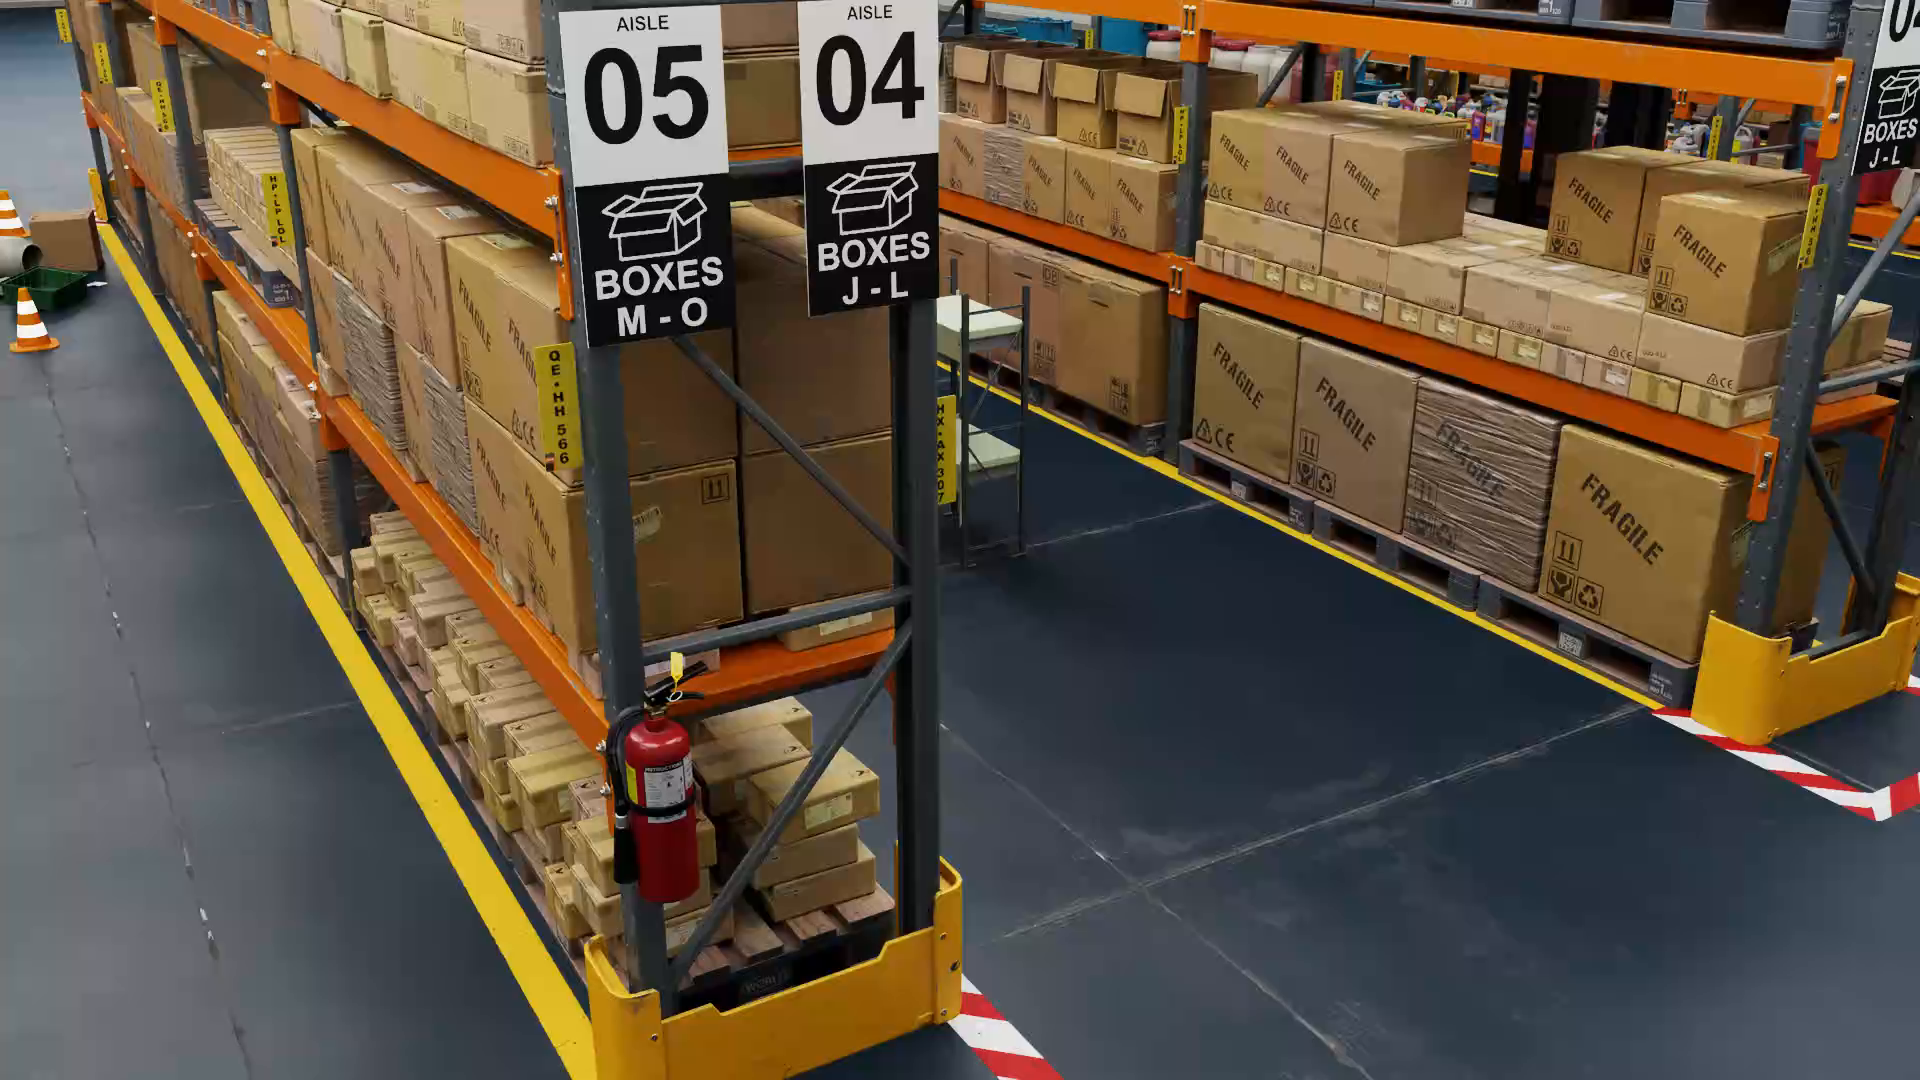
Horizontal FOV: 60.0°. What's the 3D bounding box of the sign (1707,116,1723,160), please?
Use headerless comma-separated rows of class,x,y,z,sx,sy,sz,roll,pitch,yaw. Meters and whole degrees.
sign,5.535,-2.942,12.199,0.100,0.325,0.005,-13,25,-28

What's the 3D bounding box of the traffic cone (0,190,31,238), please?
traffic cone,-9.645,-3.309,16.839,0.336,0.463,0.334,-13,25,-28

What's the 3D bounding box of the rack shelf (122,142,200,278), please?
rack shelf,-5.630,-2.654,12.813,1.077,0.370,4.000,-13,25,-28

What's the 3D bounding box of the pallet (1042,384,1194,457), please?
pallet,1.291,-0.910,11.270,1.003,0.211,1.213,-13,25,-28

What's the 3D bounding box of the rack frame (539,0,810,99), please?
rack frame,-0.522,-2.530,3.584,1.000,3.000,0.127,-13,25,-28

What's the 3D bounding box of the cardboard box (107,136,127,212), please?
cardboard box,-8.292,-3.933,17.268,0.875,0.875,0.875,-12,25,-28

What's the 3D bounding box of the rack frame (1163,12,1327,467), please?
rack frame,1.750,-1.966,10.166,1.000,3.000,0.127,-13,25,-28

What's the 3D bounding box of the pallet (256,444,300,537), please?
pallet,-3.591,-0.400,10.016,1.003,0.211,1.213,-13,25,-28

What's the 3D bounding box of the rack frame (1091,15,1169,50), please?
rack frame,1.922,-5.509,18.881,1.000,3.000,0.127,-13,25,-28

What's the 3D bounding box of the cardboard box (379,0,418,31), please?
cardboard box,-1.498,-1.734,5.145,0.500,0.250,0.500,-12,25,-27

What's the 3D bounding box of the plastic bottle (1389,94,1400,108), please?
plastic bottle,3.944,-3.909,15.117,0.097,0.271,0.097,0,22,0

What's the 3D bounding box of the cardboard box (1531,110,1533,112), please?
cardboard box,6.696,-5.129,20.295,0.500,0.311,0.500,-14,26,-30

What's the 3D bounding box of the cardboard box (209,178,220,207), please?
cardboard box,-4.553,-2.234,10.601,0.380,0.149,0.250,-13,25,-29

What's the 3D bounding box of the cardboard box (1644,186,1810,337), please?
cardboard box,3.319,-1.195,7.075,0.500,0.500,0.500,-12,25,-28

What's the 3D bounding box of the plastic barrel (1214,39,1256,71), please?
plastic barrel,2.818,-4.842,17.061,0.433,0.535,0.433,0,22,0

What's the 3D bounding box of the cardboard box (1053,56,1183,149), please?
cardboard box,1.076,-2.907,11.015,0.797,0.503,0.637,-12,25,-28

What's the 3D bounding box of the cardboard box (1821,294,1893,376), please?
cardboard box,3.781,-0.947,7.462,0.500,0.250,0.500,-13,26,-30

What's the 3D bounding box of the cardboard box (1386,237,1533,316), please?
cardboard box,2.530,-1.343,8.435,0.500,0.250,0.500,-13,25,-28

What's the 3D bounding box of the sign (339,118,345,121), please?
sign,-4.147,-2.947,11.146,0.100,0.325,0.005,-13,25,-28

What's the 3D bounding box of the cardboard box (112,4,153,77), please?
cardboard box,-6.811,-4.331,14.349,0.875,0.550,0.550,-13,25,-28

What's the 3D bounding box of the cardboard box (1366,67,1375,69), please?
cardboard box,5.253,-6.162,22.586,0.500,0.500,0.500,-13,25,-28

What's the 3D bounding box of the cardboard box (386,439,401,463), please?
cardboard box,-2.118,-0.445,6.757,0.380,0.149,0.250,-12,25,-27

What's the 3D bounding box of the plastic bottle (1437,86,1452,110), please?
plastic bottle,4.539,-4.111,15.597,0.061,0.283,0.133,-13,25,-28

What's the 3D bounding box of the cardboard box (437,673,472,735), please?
cardboard box,-1.859,0.619,6.639,0.380,0.149,0.250,-12,25,-28

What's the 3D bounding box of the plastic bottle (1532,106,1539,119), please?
plastic bottle,5.122,-3.741,14.687,0.061,0.283,0.133,-13,25,-28

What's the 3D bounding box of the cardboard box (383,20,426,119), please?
cardboard box,-1.491,-1.494,5.218,0.500,0.250,0.500,-11,25,-26

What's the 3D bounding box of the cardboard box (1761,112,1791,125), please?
cardboard box,11.362,-5.895,22.565,0.700,0.500,0.500,-12,25,-28

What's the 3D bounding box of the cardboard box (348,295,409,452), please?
cardboard box,-2.044,-0.692,6.502,0.500,0.500,0.500,-13,26,-29

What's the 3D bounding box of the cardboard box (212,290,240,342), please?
cardboard box,-4.464,-1.454,10.672,0.500,0.250,0.500,-14,26,-31

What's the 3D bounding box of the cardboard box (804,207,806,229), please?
cardboard box,-0.947,-2.697,14.699,0.700,0.500,0.500,-15,27,-33

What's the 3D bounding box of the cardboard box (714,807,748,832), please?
cardboard box,-0.660,0.920,5.899,0.380,0.149,0.250,-13,25,-28

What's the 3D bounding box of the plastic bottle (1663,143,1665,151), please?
plastic bottle,5.372,-2.997,12.855,0.061,0.283,0.133,-13,25,-28

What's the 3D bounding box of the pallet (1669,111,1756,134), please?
pallet,10.838,-5.871,23.475,1.003,0.211,1.213,-13,25,-28

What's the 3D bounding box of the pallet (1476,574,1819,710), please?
pallet,3.318,0.376,8.105,1.003,0.211,1.213,-13,25,-28

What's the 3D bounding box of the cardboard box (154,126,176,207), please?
cardboard box,-5.323,-2.642,11.696,0.500,0.500,0.500,-13,25,-28

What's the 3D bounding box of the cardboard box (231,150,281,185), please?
cardboard box,-4.003,-2.167,9.645,0.380,0.149,0.250,-11,25,-26

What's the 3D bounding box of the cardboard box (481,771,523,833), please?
cardboard box,-1.571,0.932,6.264,0.380,0.149,0.250,-14,26,-31

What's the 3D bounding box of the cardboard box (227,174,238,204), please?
cardboard box,-4.126,-2.106,9.890,0.380,0.149,0.250,-12,25,-28

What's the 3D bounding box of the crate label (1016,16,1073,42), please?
crate label,1.051,-6.276,20.722,0.502,0.435,0.616,-13,25,-28

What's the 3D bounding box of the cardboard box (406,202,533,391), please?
cardboard box,-1.502,-0.829,5.511,0.500,0.500,0.500,-11,25,-26

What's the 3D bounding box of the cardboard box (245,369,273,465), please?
cardboard box,-3.940,-0.771,9.987,0.500,0.500,0.500,-13,26,-30

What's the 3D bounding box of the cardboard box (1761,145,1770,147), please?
cardboard box,8.905,-3.954,17.790,0.500,0.500,0.500,-12,25,-26

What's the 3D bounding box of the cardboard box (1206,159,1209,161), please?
cardboard box,1.730,-2.210,10.632,0.500,0.500,0.500,-13,25,-28

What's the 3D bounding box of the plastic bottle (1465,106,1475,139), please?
plastic bottle,4.416,-3.610,14.381,0.097,0.271,0.097,0,22,0

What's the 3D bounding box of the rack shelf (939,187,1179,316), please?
rack shelf,0.729,-2.281,11.894,1.077,0.370,4.000,-13,25,-28

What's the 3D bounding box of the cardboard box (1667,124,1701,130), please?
cardboard box,8.210,-4.572,18.926,0.500,0.311,0.500,-12,25,-26

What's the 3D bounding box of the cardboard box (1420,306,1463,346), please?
cardboard box,2.548,-1.102,8.373,0.380,0.149,0.250,-12,25,-27

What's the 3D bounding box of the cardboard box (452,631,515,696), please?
cardboard box,-1.791,0.468,6.616,0.380,0.149,0.250,-12,25,-28

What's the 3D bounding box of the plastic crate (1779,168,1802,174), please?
plastic crate,6.123,-2.647,12.110,0.396,0.136,0.243,-13,25,-28

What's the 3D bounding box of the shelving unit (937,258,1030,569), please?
shelving unit,-0.003,-0.697,9.034,0.431,1.500,0.755,-13,25,-28

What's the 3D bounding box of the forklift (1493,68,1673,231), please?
forklift,3.808,-2.343,11.184,1.130,2.935,3.031,-13,26,-30

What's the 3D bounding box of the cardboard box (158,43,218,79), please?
cardboard box,-5.353,-3.326,12.050,0.700,0.500,0.500,-13,26,-29

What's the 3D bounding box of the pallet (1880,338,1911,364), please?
pallet,6.417,-1.397,12.468,1.003,0.211,1.213,-13,25,-28

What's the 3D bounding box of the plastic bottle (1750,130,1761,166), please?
plastic bottle,6.188,-3.066,13.026,0.061,0.283,0.133,-13,25,-28

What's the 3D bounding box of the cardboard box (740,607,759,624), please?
cardboard box,-0.571,0.124,5.357,0.380,0.149,0.250,-12,25,-26

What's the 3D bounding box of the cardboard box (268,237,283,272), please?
cardboard box,-3.472,-1.549,8.915,0.380,0.149,0.250,-14,26,-30

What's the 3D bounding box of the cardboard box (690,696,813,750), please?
cardboard box,-0.760,0.693,6.061,0.380,0.149,0.250,-13,25,-28
